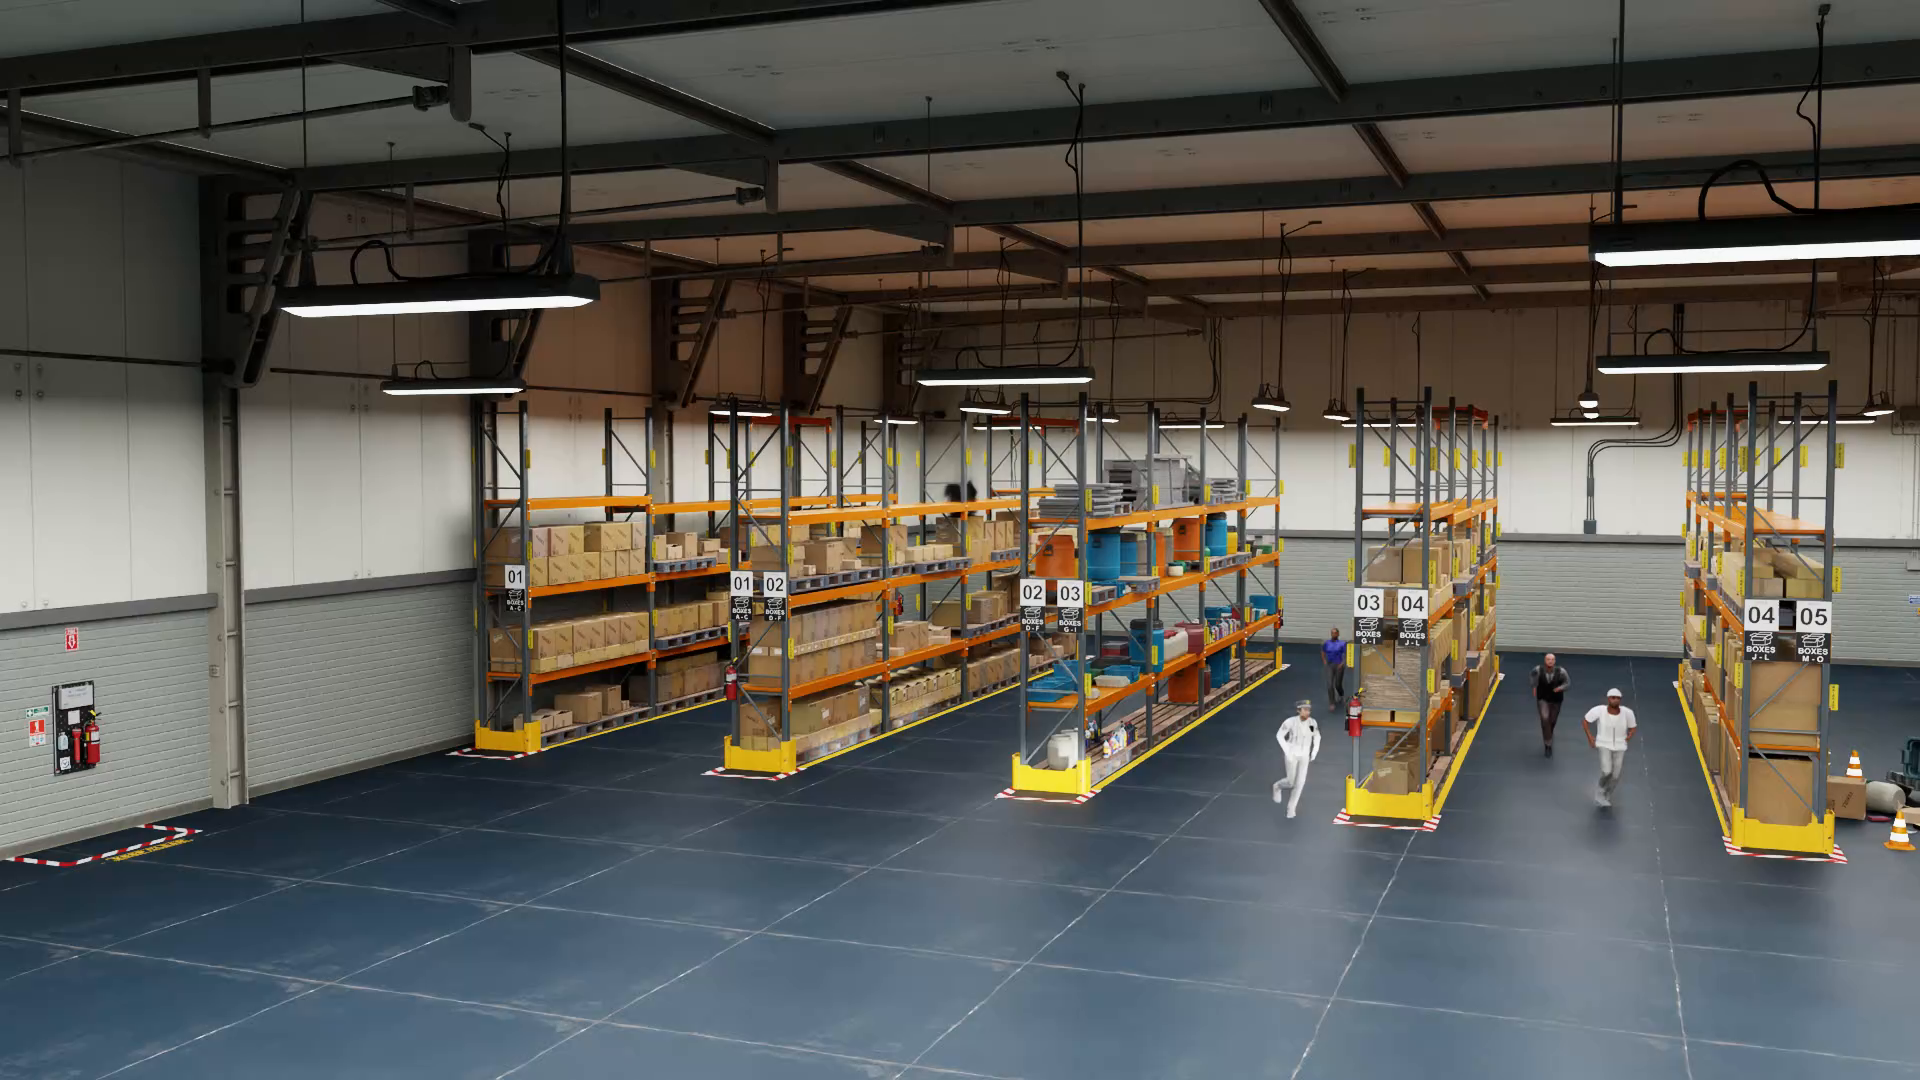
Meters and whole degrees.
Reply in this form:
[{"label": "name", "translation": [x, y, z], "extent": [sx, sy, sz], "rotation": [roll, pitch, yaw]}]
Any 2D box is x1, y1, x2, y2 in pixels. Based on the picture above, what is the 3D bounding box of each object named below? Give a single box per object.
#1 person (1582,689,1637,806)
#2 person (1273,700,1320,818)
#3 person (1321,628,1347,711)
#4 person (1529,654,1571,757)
[{"label": "person", "translation": [9.306, 2.974, 23.747], "extent": [0.695, 1.713, 0.644], "rotation": [0, 3, 6]}, {"label": "person", "translation": [4.780, 3.047, 23.550], "extent": [0.652, 1.636, 0.714], "rotation": [-1, 3, -14]}, {"label": "person", "translation": [7.519, 2.572, 33.345], "extent": [0.590, 1.640, 0.720], "rotation": [1, 3, 22]}, {"label": "person", "translation": [10.064, 2.779, 28.391], "extent": [0.660, 1.731, 1.045], "rotation": [1, 3, 13]}]
